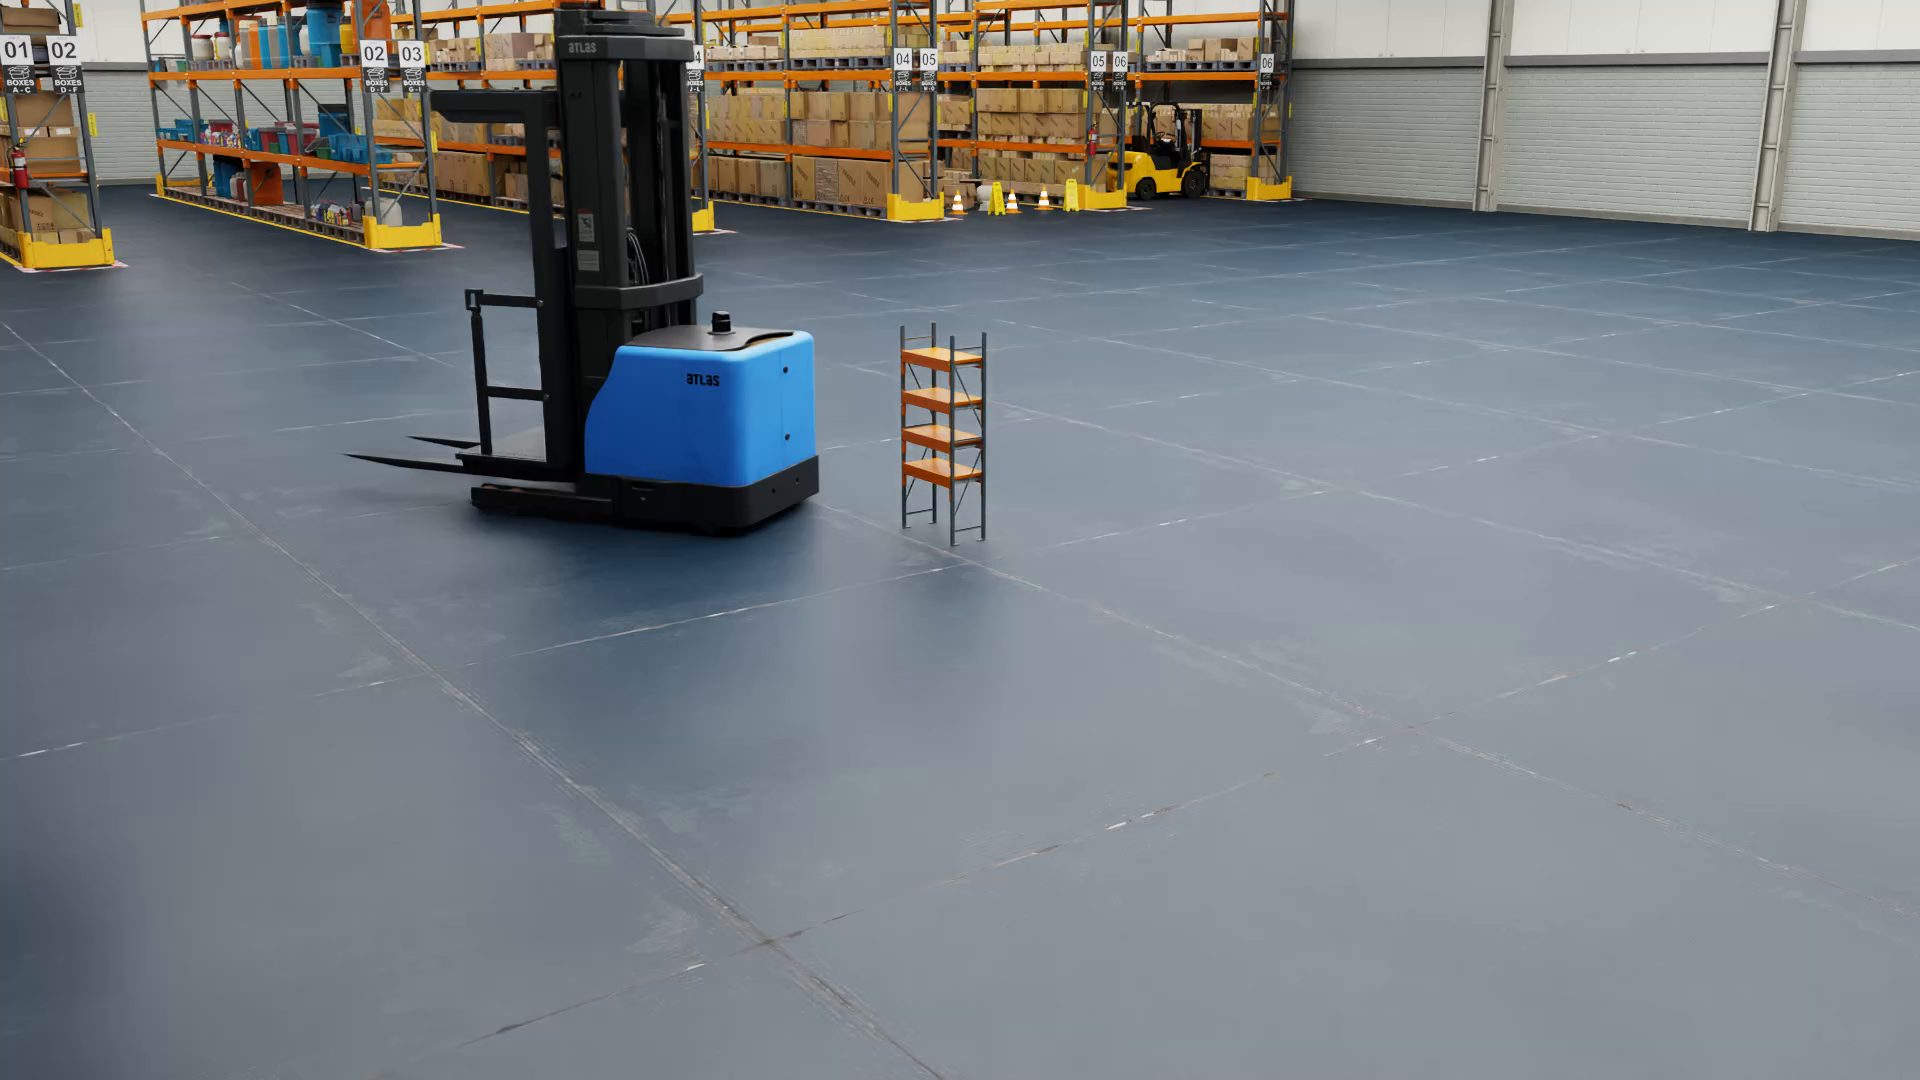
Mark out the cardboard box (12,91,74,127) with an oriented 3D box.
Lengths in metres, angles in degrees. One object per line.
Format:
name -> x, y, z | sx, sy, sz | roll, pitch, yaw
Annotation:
cardboard box -> -13.261, -6.234, 24.026 | 0.700, 0.500, 0.500 | -11, 19, -34

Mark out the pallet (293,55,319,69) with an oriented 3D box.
pallet -> -10.805, -8.286, 28.846 | 1.213, 0.211, 1.003 | -11, 19, -35

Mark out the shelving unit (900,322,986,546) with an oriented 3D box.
shelving unit -> -0.097, -0.614, 9.547 | 0.258, 1.200, 0.503 | -11, 19, -35

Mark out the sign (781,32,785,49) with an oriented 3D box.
sign -> -3.664, -10.348, 34.446 | 0.100, 0.325, 0.005 | -11, 19, -35

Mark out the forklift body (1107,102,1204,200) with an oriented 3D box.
forklift body -> 4.488, -9.006, 38.407 | 2.313, 2.155, 1.214 | -11, 19, -35

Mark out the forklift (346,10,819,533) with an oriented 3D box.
forklift -> -2.449, -1.685, 10.180 | 3.031, 2.935, 1.130 | 6, 16, 21

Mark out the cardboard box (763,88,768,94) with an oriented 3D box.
cardboard box -> -5.129, -12.227, 45.257 | 0.380, 0.149, 0.250 | -11, 19, -36

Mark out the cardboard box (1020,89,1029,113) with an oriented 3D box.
cardboard box -> 1.733, -9.602, 36.329 | 0.700, 0.500, 0.500 | -11, 19, -35

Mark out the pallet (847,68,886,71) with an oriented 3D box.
pallet -> -2.060, -11.716, 41.375 | 1.213, 0.211, 1.003 | -10, 18, -32

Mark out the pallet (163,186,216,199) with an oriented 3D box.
pallet -> -17.911, -8.105, 38.789 | 1.003, 0.211, 1.213 | -11, 19, -35

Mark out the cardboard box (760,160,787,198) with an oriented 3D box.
cardboard box -> -3.669, -7.823, 35.942 | 1.050, 0.750, 0.750 | -11, 19, -35

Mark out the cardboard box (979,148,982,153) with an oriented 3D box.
cardboard box -> 0.693, -10.832, 46.183 | 0.380, 0.149, 0.250 | -11, 19, -35

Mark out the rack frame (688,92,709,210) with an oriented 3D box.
rack frame -> -4.950, -6.984, 29.413 | 1.000, 3.000, 0.127 | -11, 19, -35

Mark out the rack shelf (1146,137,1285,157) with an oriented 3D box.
rack shelf -> 5.903, -9.374, 39.506 | 1.077, 0.370, 4.000 | -11, 19, -35

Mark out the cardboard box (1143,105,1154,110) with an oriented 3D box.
cardboard box -> 4.674, -10.538, 40.416 | 0.380, 0.149, 0.250 | -10, 18, -33

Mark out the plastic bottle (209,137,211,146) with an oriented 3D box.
plastic bottle -> -15.730, -8.396, 34.947 | 0.097, 0.201, 0.097 | 0, 15, 0

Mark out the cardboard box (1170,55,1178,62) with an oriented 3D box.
cardboard box -> 5.197, -11.417, 39.418 | 0.380, 0.149, 0.250 | -10, 18, -33

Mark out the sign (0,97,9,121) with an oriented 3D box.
sign -> -13.413, -6.039, 23.316 | 0.100, 0.325, 0.005 | -11, 19, -35

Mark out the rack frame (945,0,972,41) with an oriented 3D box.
rack frame -> 0.023, -14.750, 46.421 | 1.000, 3.000, 0.127 | -11, 19, -35

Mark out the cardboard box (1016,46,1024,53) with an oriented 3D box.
cardboard box -> 1.445, -10.699, 36.269 | 0.380, 0.149, 0.250 | -11, 19, -35

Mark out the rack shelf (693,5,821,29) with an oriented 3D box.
rack shelf -> -4.407, -11.368, 36.183 | 1.077, 0.370, 4.000 | -11, 19, -35

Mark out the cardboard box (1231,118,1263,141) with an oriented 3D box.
cardboard box -> 6.577, -9.406, 38.072 | 0.500, 0.500, 0.500 | -11, 19, -36

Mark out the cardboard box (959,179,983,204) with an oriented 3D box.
cardboard box -> 0.243, -7.732, 36.875 | 0.500, 0.500, 0.500 | 1, 15, 4

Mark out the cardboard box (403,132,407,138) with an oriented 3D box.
cardboard box -> -13.056, -9.660, 39.663 | 0.380, 0.149, 0.250 | -10, 18, -34

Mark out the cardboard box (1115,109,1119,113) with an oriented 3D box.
cardboard box -> 4.079, -10.660, 41.425 | 0.380, 0.149, 0.250 | -11, 19, -35

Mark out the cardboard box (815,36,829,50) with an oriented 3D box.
cardboard box -> -2.575, -9.992, 33.457 | 0.500, 0.250, 0.500 | -11, 19, -35

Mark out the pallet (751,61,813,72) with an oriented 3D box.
pallet -> -3.810, -10.129, 35.584 | 0.805, 0.209, 1.217 | -12, 19, -37

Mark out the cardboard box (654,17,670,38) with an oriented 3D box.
cardboard box -> -5.605, -9.223, 30.209 | 0.500, 0.500, 0.500 | -11, 19, -35

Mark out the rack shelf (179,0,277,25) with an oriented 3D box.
rack shelf -> -14.836, -10.705, 33.761 | 1.077, 0.370, 4.000 | -11, 19, -35

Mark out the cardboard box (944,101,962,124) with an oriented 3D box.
cardboard box -> -0.036, -9.940, 38.662 | 0.500, 0.500, 0.500 | -11, 19, -34

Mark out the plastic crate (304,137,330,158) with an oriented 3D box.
plastic crate -> -11.104, -6.908, 29.252 | 0.767, 0.338, 0.504 | -11, 19, -35

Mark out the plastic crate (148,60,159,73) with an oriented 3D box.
plastic crate -> -18.363, -10.890, 38.249 | 0.497, 0.269, 0.590 | -11, 19, -35

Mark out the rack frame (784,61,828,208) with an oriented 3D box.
rack frame -> -3.231, -8.587, 35.267 | 1.000, 3.000, 0.127 | -11, 19, -35

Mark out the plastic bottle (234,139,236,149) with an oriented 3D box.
plastic bottle -> -14.489, -7.946, 33.301 | 0.097, 0.201, 0.097 | 0, 15, 0

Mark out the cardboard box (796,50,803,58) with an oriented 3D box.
cardboard box -> -3.138, -9.978, 34.158 | 0.380, 0.149, 0.250 | -11, 19, -34

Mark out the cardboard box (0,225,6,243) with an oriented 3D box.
cardboard box -> -14.412, -4.711, 25.519 | 0.500, 0.250, 0.500 | -11, 19, -35

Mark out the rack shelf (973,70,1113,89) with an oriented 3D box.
rack shelf -> 1.890, -10.049, 36.292 | 1.077, 0.370, 4.000 | -11, 19, -35

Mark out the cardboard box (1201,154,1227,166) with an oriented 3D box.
cardboard box -> 5.946, -8.917, 38.992 | 0.500, 0.250, 0.500 | -11, 19, -34

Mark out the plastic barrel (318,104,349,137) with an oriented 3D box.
plastic barrel -> -11.291, -7.441, 30.131 | 0.600, 0.901, 0.708 | -11, 19, -35

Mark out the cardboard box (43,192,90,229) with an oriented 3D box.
cardboard box -> -13.396, -4.941, 24.940 | 0.500, 0.500, 0.500 | -11, 19, -35

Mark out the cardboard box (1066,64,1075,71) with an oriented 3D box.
cardboard box -> 2.457, -9.929, 34.965 | 0.380, 0.149, 0.250 | -11, 19, -34

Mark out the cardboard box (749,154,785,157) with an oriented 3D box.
cardboard box -> -5.328, -10.586, 46.631 | 0.875, 0.438, 0.875 | -10, 18, -33

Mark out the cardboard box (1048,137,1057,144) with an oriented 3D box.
cardboard box -> 2.125, -8.593, 35.767 | 0.380, 0.149, 0.250 | -10, 18, -34

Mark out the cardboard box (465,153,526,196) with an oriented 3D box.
cardboard box -> -10.043, -8.021, 36.429 | 1.225, 0.875, 0.875 | -12, 19, -37

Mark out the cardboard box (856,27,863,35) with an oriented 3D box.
cardboard box -> -1.801, -9.876, 32.277 | 0.380, 0.149, 0.250 | -10, 18, -34

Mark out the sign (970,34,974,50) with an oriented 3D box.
sign -> 0.267, -11.176, 37.320 | 0.100, 0.325, 0.005 | -11, 19, -35

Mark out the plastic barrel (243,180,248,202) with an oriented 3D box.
plastic barrel -> -14.366, -7.135, 33.880 | 0.421, 0.512, 0.421 | 0, 15, 0

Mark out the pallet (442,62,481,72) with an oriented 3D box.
pallet -> -10.736, -10.416, 36.626 | 1.003, 0.211, 1.213 | -10, 18, -32

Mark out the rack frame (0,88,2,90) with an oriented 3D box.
rack frame -> -17.669, -7.156, 30.039 | 1.000, 3.000, 0.127 | -11, 19, -35

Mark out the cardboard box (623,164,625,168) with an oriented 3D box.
cardboard box -> -8.354, -9.445, 41.881 | 0.380, 0.149, 0.250 | -10, 18, -33

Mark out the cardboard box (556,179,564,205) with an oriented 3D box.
cardboard box -> -7.646, -6.979, 33.296 | 0.700, 0.500, 0.500 | -13, 20, -39

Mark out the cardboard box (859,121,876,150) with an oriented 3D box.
cardboard box -> -1.475, -7.991, 32.807 | 0.875, 0.550, 0.550 | -11, 19, -35

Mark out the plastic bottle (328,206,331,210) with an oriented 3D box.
plastic bottle -> -10.942, -5.663, 28.921 | 0.097, 0.271, 0.097 | 0, 15, 0

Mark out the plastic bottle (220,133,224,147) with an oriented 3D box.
plastic bottle -> -15.103, -8.200, 34.074 | 0.061, 0.283, 0.133 | -11, 19, -35

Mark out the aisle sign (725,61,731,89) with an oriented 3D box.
aisle sign -> -6.619, -13.163, 47.064 | 0.394, 0.787, 0.004 | -11, 19, -35

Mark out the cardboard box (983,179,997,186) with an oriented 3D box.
cardboard box -> 0.842, -8.085, 37.847 | 0.500, 0.250, 0.500 | -12, 19, -37
